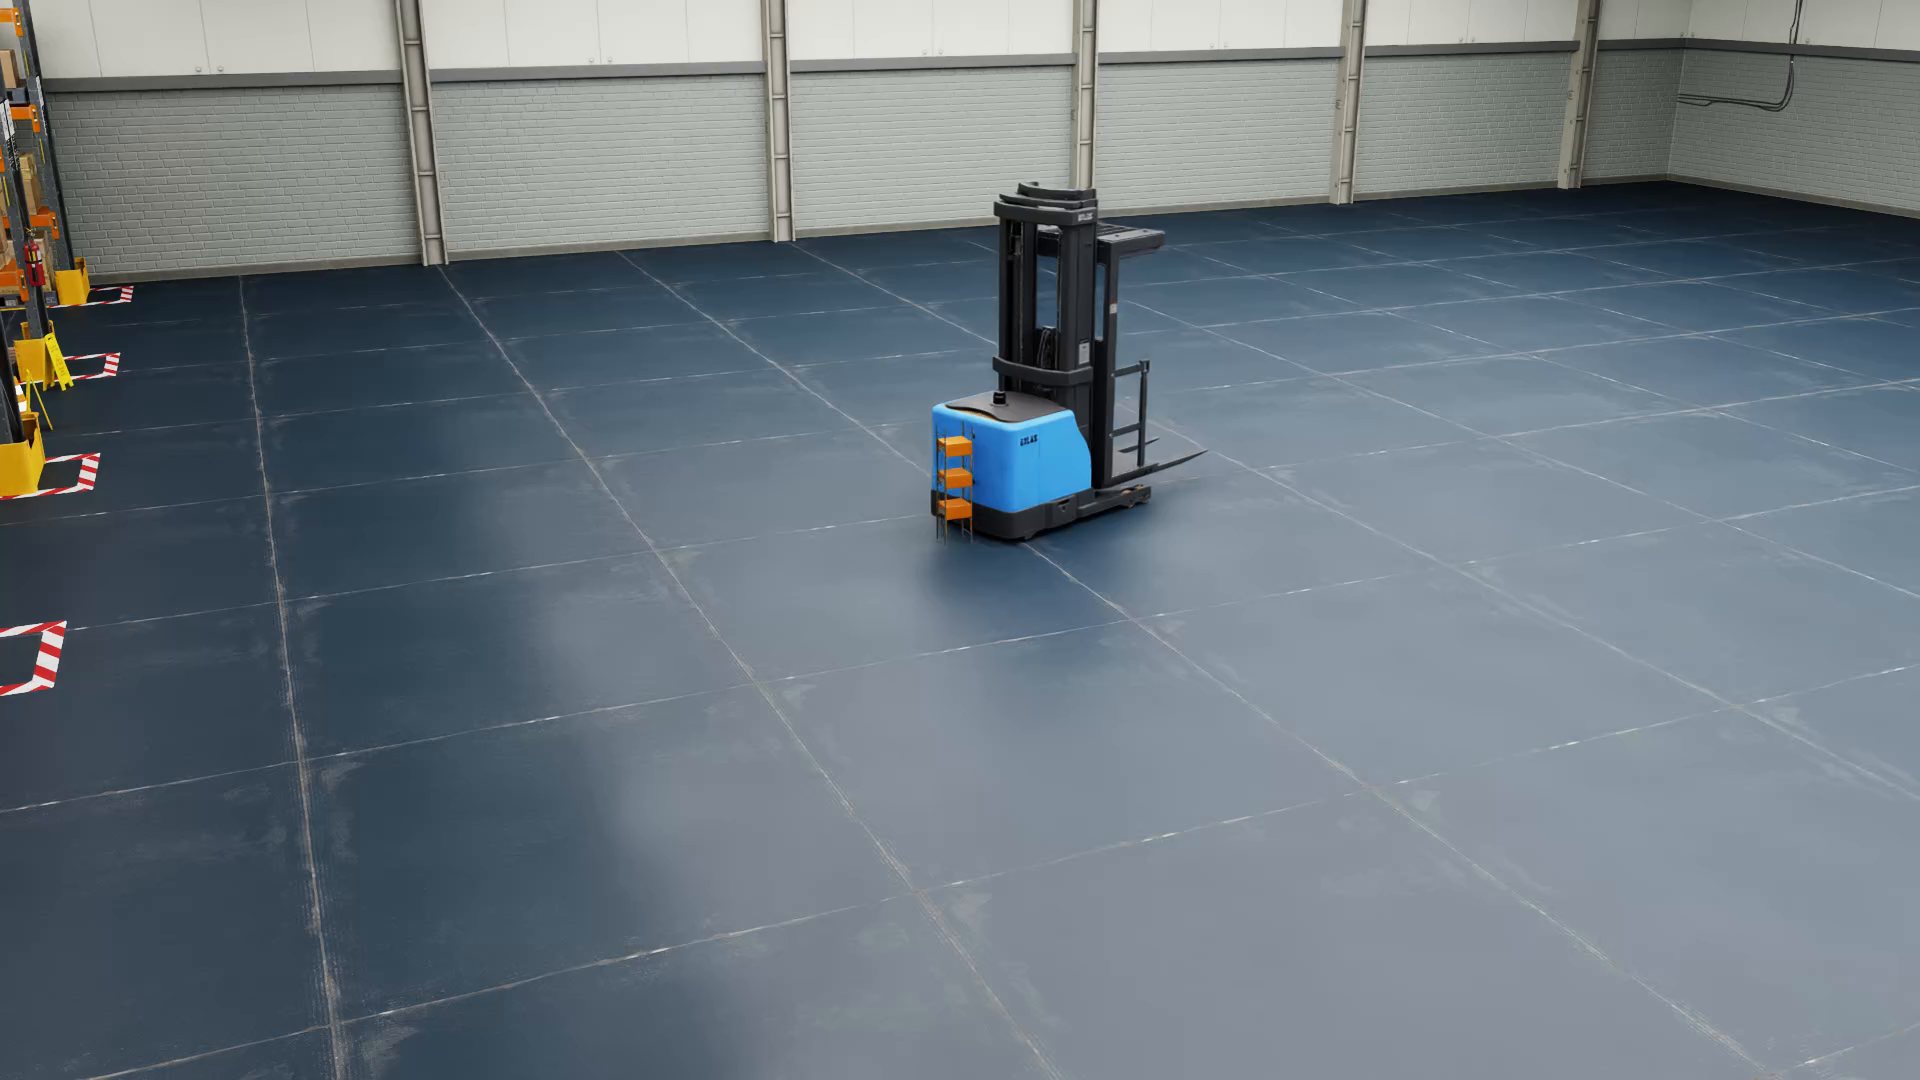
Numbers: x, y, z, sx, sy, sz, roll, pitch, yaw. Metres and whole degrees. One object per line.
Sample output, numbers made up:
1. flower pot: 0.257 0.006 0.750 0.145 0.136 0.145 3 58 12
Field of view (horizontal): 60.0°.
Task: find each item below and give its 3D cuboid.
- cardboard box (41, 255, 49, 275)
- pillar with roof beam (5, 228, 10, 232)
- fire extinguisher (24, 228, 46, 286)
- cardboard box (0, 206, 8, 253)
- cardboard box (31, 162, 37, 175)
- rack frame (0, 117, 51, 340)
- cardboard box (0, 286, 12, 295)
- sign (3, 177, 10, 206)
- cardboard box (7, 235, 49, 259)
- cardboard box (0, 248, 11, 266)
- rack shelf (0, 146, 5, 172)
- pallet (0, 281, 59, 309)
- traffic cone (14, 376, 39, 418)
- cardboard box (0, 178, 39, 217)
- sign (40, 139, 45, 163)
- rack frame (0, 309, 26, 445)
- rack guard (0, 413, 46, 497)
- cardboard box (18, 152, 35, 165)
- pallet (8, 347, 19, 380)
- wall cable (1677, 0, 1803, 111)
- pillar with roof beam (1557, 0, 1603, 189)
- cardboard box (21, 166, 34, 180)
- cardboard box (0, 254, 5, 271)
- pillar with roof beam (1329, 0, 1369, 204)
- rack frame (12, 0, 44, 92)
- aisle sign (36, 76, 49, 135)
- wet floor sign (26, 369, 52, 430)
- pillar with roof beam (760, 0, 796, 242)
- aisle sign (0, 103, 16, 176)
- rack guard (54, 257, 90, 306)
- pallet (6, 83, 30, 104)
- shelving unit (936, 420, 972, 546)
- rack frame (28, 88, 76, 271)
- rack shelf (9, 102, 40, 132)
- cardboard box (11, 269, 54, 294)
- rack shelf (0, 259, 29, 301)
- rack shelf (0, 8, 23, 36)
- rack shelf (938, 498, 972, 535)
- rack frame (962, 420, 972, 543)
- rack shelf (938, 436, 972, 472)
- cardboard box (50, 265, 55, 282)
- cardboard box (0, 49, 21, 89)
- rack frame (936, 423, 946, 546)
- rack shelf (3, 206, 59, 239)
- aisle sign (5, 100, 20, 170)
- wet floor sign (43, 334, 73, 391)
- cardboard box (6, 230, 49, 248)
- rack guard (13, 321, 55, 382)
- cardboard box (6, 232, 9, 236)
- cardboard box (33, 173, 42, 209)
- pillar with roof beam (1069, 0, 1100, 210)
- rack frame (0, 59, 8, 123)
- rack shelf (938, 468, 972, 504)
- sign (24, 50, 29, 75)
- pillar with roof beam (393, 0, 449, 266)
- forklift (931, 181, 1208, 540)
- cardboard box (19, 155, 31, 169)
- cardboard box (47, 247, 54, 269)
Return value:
1. cardboard box: -13.523 -3.998 24.115 0.500 0.250 0.500 -8 21 -23
2. pillar with roof beam: -12.491 -6.720 20.059 0.400 9.000 9.100 -8 21 -22
3. fire extinguisher: -10.943 -3.345 19.623 0.183 0.674 0.296 -8 21 -22
4. cardboard box: -11.775 -3.717 19.963 0.500 0.500 0.500 -8 21 -23
5. cardboard box: -13.614 -5.408 24.237 0.250 0.149 0.380 -9 21 -23
6. rack frame: -11.231 -3.507 19.966 0.127 3.000 1.000 -8 21 -22
7. cardboard box: -13.967 -3.701 24.024 0.500 0.250 0.500 -8 21 -22
8. sign: -11.029 -4.030 19.233 0.005 0.325 0.100 -8 21 -22
9. cardboard box: -13.499 -4.237 24.042 0.500 0.250 0.500 -7 21 -20
10. cardboard box: -11.624 -3.407 20.060 0.250 0.149 0.380 -8 21 -22
11. rack shelf: -13.067 -4.320 18.840 4.000 0.370 1.077 -8 21 -22
12. pallet: -13.886 -3.592 24.405 1.213 0.211 1.003 -8 21 -22
13. traffic cone: -10.363 -1.567 18.275 0.334 0.463 0.336 -8 21 -22
14. cardboard box: -13.548 -4.923 23.836 0.500 0.500 0.500 -9 21 -23
15. sign: -12.998 -5.511 23.557 0.005 0.325 0.100 -8 21 -22
16. rack frame: -9.177 -2.011 15.717 0.127 3.000 1.000 -8 21 -22
17. rack guard: -9.155 -0.835 16.141 0.348 0.500 1.175 -8 21 -22
18. cardboard box: -13.593 -5.535 24.150 0.250 0.149 0.380 -9 21 -23
19. pallet: -12.060 -2.086 20.128 1.213 0.211 1.003 -8 21 -22
20. wall cable: 16.579 -10.499 35.467 0.112 2.526 3.097 -8 21 -22
21. pillar with roof beam: 15.055 -10.667 31.268 0.400 9.000 9.100 -8 21 -22
22. cardboard box: -13.407 -5.242 23.767 0.250 0.149 0.380 -8 21 -21
23. cardboard box: -11.489 -3.274 19.683 0.250 0.149 0.380 -7 21 -20
24. pillar with roof beam: 9.546 -9.878 29.026 0.400 9.000 9.100 -8 21 -22
25. rack frame: -13.200 -7.850 23.267 0.127 3.000 1.000 -8 21 -22
26. aisle sign: -13.023 -6.166 23.602 0.004 0.787 0.394 -8 21 -22
27. wet floor sign: -9.935 -1.508 17.833 0.232 0.644 0.267 -12 23 -31
28. pillar with roof beam: -1.473 -8.299 24.543 0.400 9.000 9.100 -8 21 -22
29. aisle sign: -11.059 -4.653 19.306 0.004 0.787 0.394 -8 21 -22
30. rack guard: -13.178 -3.844 24.688 0.348 0.500 1.175 -8 21 -22
31. pallet: -13.860 -6.308 23.539 1.213 0.211 1.003 -8 21 -22
32. shelving unit: -0.049 -0.488 14.328 0.252 1.050 0.215 -8 21 -22
33. rack frame: -13.200 -5.020 24.264 0.127 3.000 1.000 -8 21 -22
34. rack shelf: -15.037 -5.833 23.138 4.000 0.370 1.077 -8 21 -22
35. cardboard box: -13.506 -3.763 24.201 0.500 0.250 0.500 -8 21 -22
36. rack shelf: -13.067 -2.905 19.338 4.000 0.370 1.077 -8 21 -22
37. rack shelf: -15.037 -7.059 22.706 4.000 0.370 1.077 -8 21 -22
38. rack shelf: -0.049 -0.216 14.423 0.240 0.259 0.215 -8 21 -22
39. rack frame: 0.063 -0.504 14.373 0.008 1.050 0.200 -8 21 -22
40. rack shelf: -0.049 -0.746 14.237 0.240 0.259 0.215 -8 21 -22
41. cardboard box: -13.729 -3.916 24.637 0.500 0.250 0.500 -8 21 -22
42. cardboard box: -13.510 -6.595 23.286 0.500 0.500 0.500 -7 21 -20
43. rack frame: -0.161 -0.472 14.282 0.008 1.050 0.200 -8 21 -22
44. rack shelf: -15.037 -4.418 23.636 4.000 0.370 1.077 -8 21 -22
45. aisle sign: -11.296 -4.836 19.826 0.004 0.787 0.394 -8 21 -22
46. wet floor sign: -10.632 -2.095 19.501 0.232 0.644 0.267 -1 19 -3
47. cardboard box: -13.716 -4.388 24.469 0.500 0.250 0.500 -8 21 -23
48. rack guard: -11.300 -2.318 20.353 0.348 0.500 1.175 -8 21 -22
49. cardboard box: -14.174 -4.321 24.279 0.500 0.250 0.500 -8 21 -22
50. cardboard box: -13.765 -5.087 24.303 0.500 0.500 0.500 -7 21 -20
51. pillar with roof beam: 4.037 -9.088 26.784 0.400 9.000 9.100 -8 21 -22
52. rack frame: -11.231 -6.337 18.970 0.127 3.000 1.000 -8 21 -22
53. rack shelf: -0.049 -0.478 14.331 0.240 0.259 0.215 -8 21 -22
54. sign: -12.998 -6.648 23.157 0.005 0.325 0.100 -8 21 -22
55. pillar with roof beam: -6.982 -7.510 22.301 0.400 9.000 9.100 -8 21 -22
56. forklift: 1.138 -1.786 15.181 3.031 2.935 1.130 -18 26 -42
57. cardboard box: -13.446 -5.402 23.774 0.250 0.149 0.380 -8 21 -22
58. cardboard box: -13.714 -4.159 24.572 0.500 0.250 0.500 -8 21 -21
